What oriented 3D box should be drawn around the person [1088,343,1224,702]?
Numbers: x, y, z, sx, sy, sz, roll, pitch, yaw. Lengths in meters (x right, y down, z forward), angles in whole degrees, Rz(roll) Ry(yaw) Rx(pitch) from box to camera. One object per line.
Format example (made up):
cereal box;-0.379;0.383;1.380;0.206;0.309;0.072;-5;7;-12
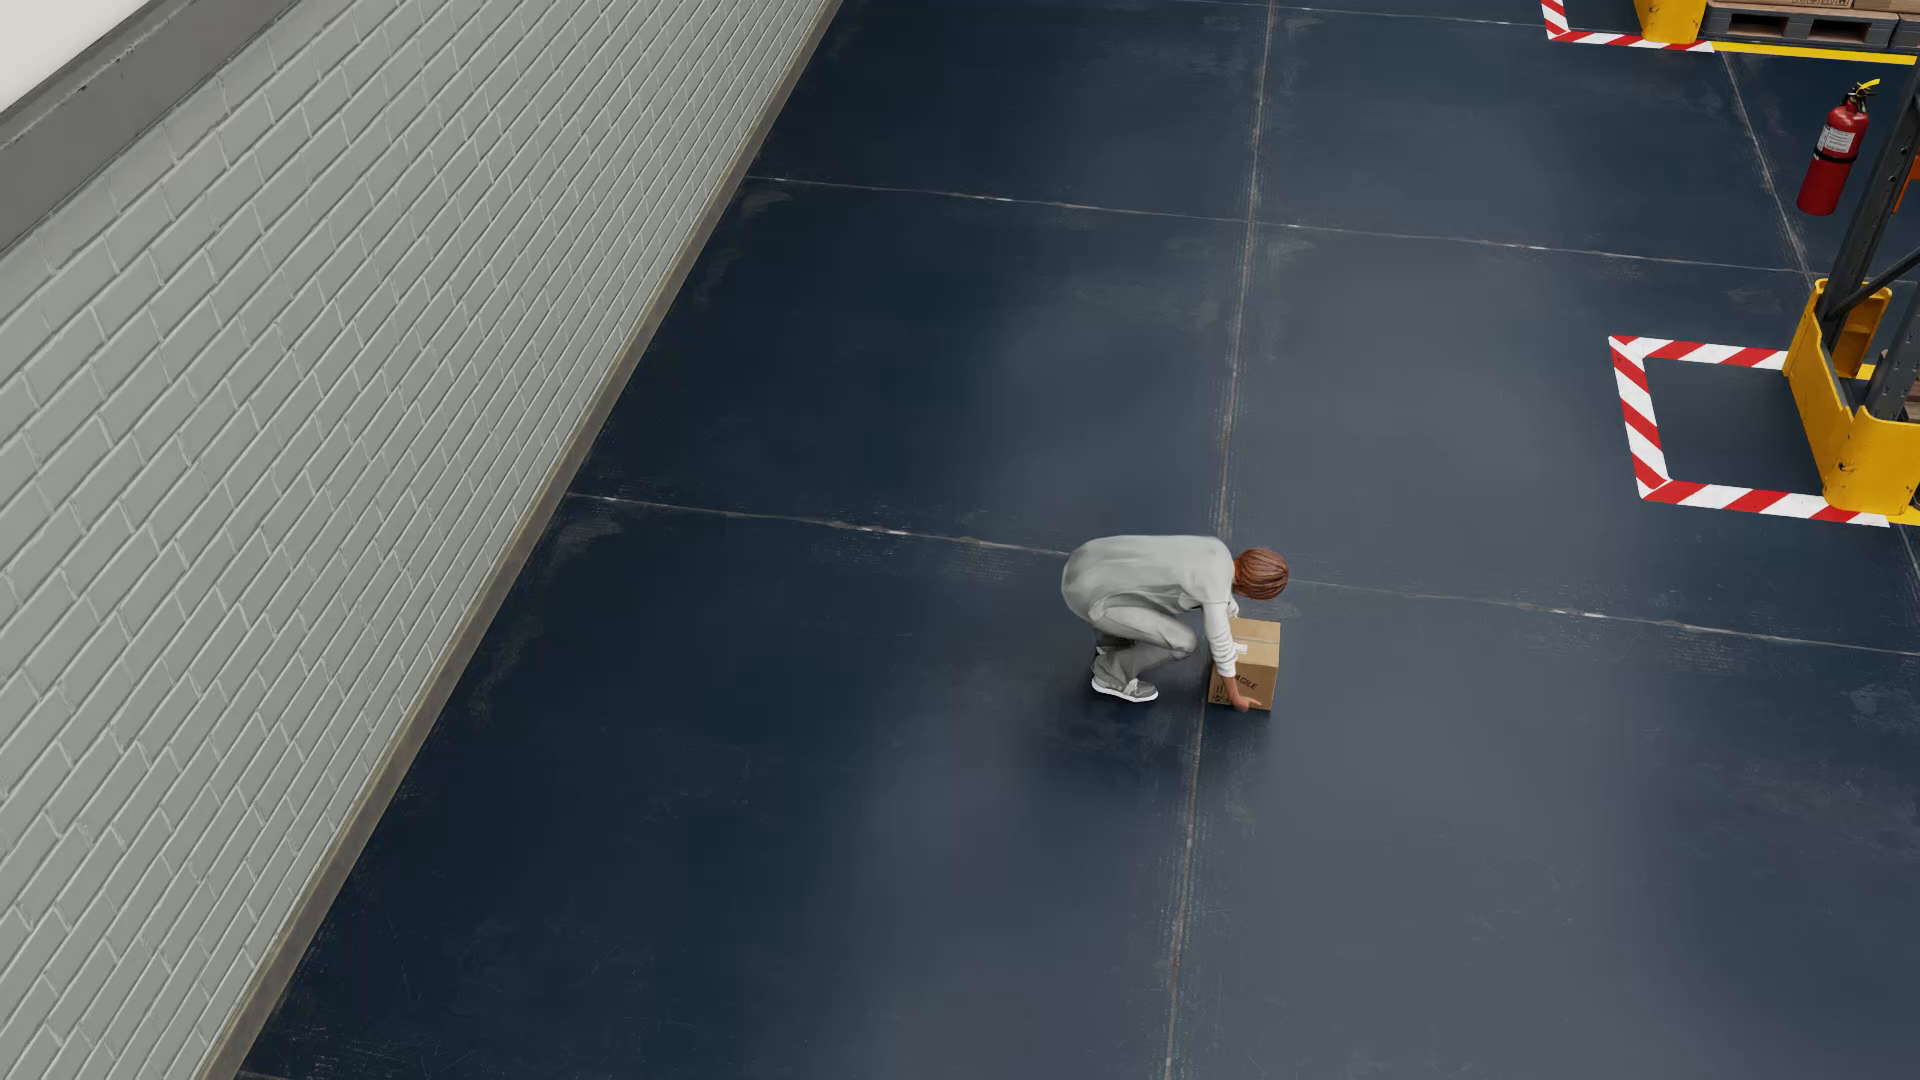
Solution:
person;0.737;-0.058;6.237;0.508;1.598;0.375;6;41;7
